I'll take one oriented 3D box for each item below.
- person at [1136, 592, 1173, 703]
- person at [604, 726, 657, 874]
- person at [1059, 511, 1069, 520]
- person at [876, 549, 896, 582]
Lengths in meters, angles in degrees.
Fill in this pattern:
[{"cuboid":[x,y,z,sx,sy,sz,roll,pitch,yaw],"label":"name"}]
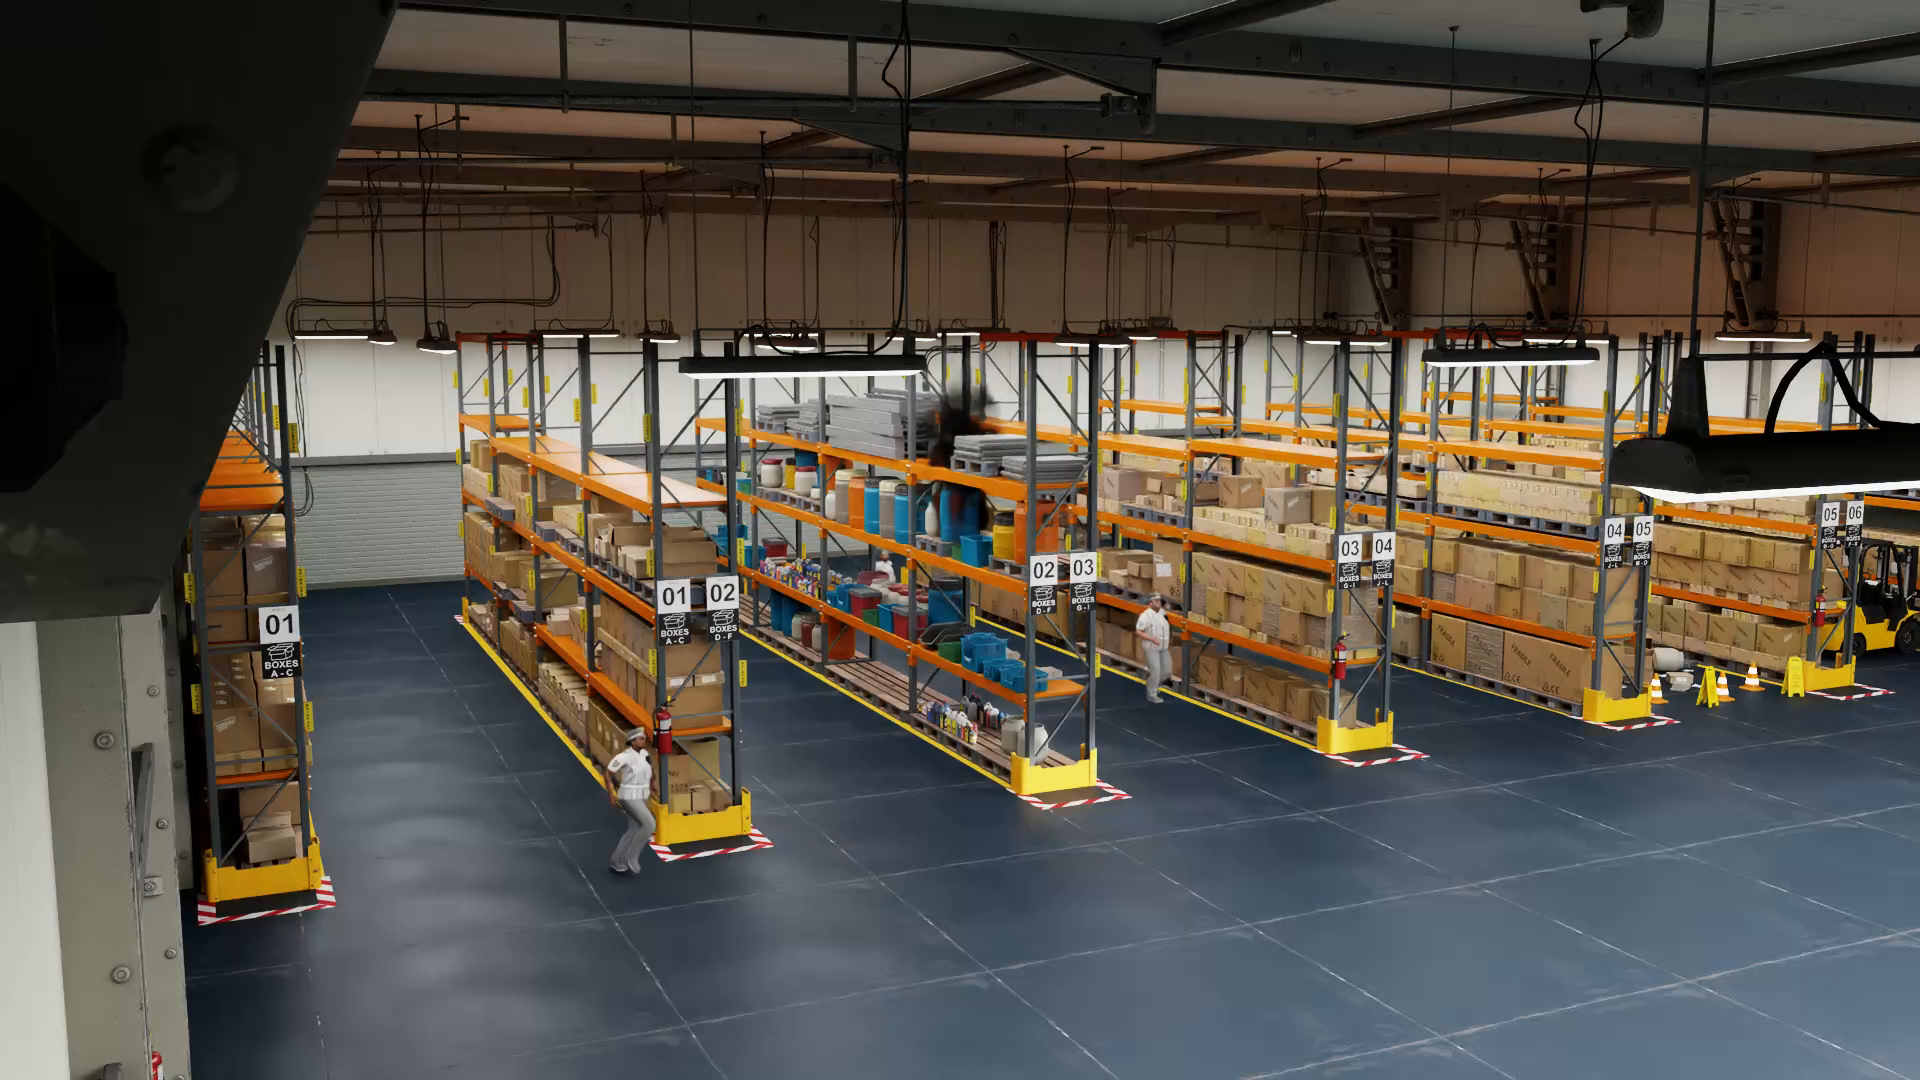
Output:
[{"cuboid":[3.093,1.687,26.038,0.659,1.776,0.542,-5,9,-35],"label":"person"},{"cuboid":[-3.680,2.951,19.003,0.626,1.633,0.577,4,8,25],"label":"person"},{"cuboid":[2.494,-0.089,41.481,0.673,1.720,0.814,-8,11,-44],"label":"person"},{"cuboid":[-1.542,0.975,33.799,0.617,1.665,0.661,-6,9,-36],"label":"person"}]
